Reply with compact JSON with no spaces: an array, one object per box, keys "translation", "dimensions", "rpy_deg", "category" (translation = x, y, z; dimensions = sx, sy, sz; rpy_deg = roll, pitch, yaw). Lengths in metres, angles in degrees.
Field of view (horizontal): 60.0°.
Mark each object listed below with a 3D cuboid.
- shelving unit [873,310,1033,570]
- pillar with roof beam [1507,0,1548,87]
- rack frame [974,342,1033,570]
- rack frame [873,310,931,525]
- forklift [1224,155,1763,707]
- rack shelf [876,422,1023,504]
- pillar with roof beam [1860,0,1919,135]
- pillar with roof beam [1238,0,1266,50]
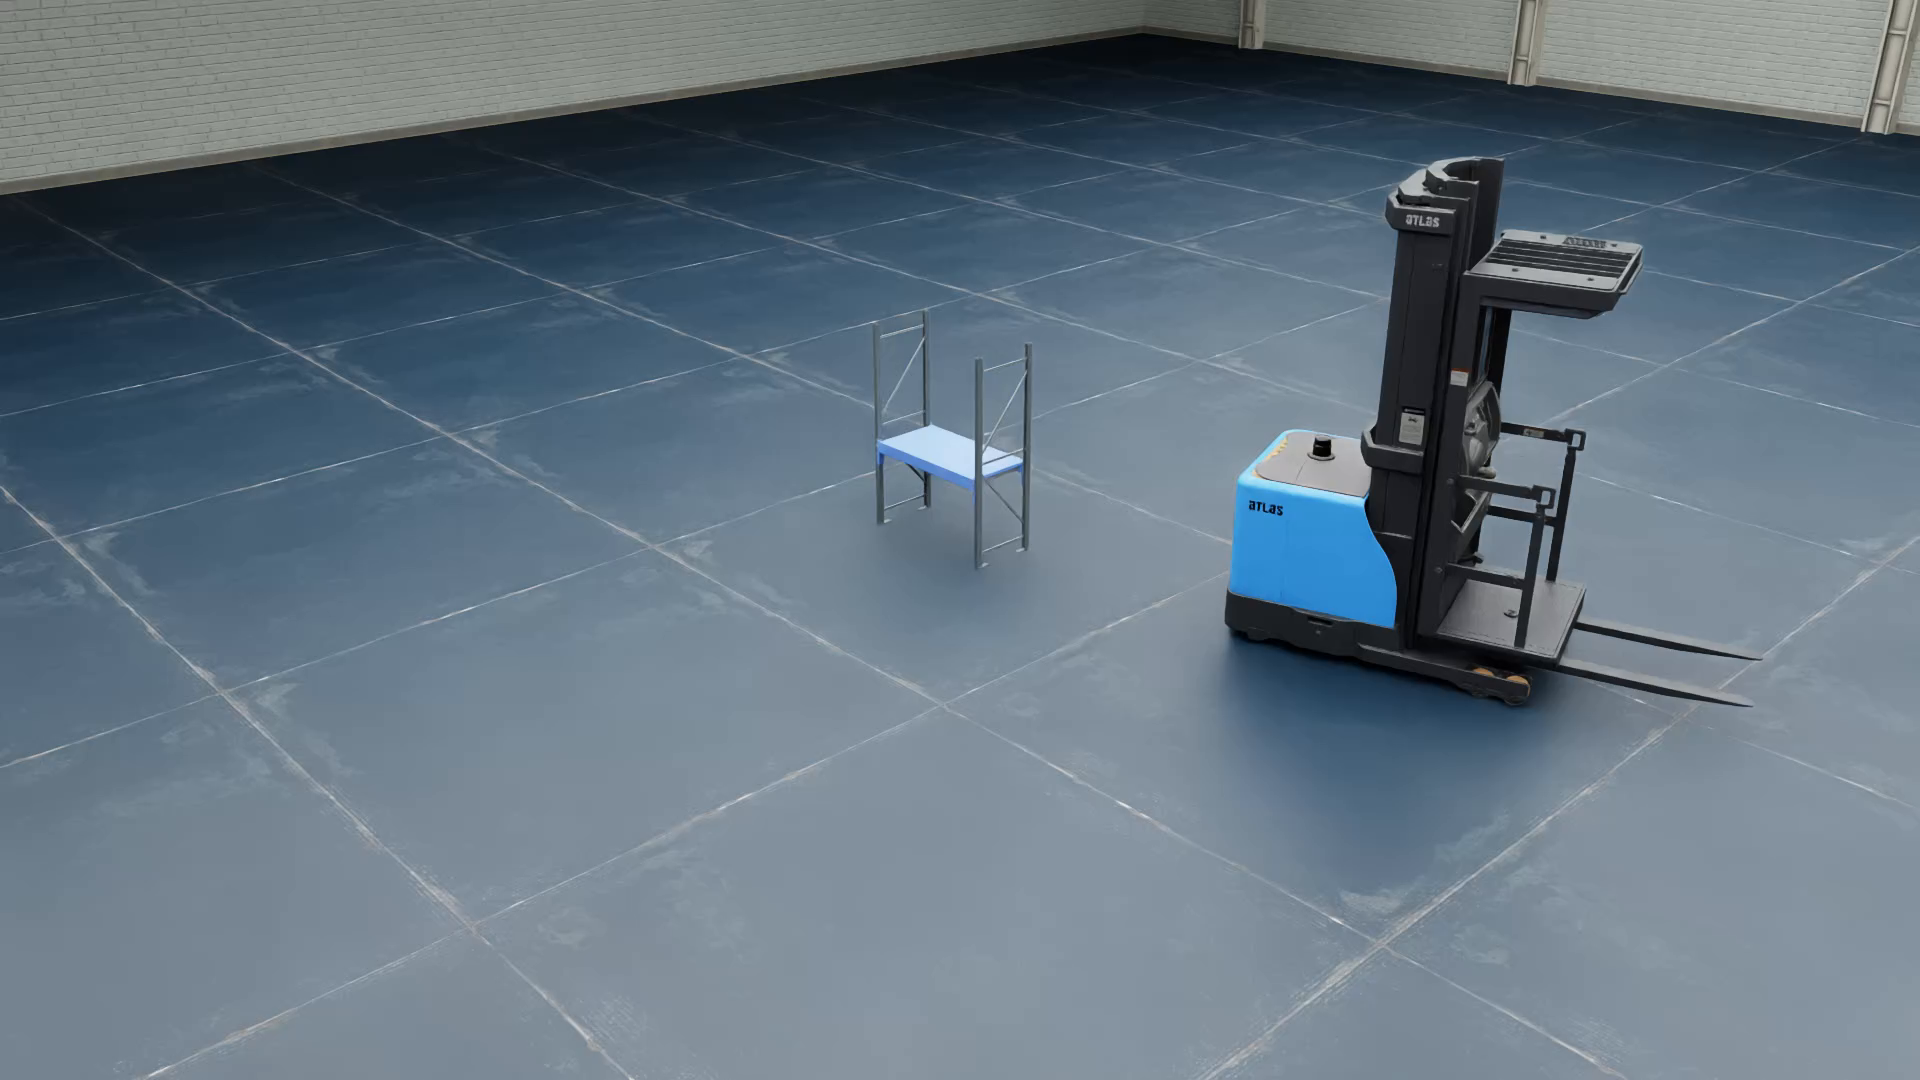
[{"translation":[-0.058,-0.708,11.495],"dimensions":[0.538,1.500,1.048],"rpy_deg":[-21,32,-38],"category":"shelving unit"},{"translation":[6.794,-10.935,24.877],"dimensions":[9.100,9.000,0.400],"rpy_deg":[-21,32,-38],"category":"pillar with roof beam"},{"translation":[0.289,-0.554,11.158],"dimensions":[0.500,1.500,0.032],"rpy_deg":[-21,32,-38],"category":"rack frame"},{"translation":[-0.406,-0.862,11.833],"dimensions":[0.500,1.500,0.032],"rpy_deg":[-21,32,-38],"category":"rack frame"},{"translation":[3.207,-0.627,9.594],"dimensions":[3.031,2.935,1.130],"rpy_deg":[12,27,25],"category":"forklift"},{"translation":[-0.058,-0.545,11.570],"dimensions":[0.538,0.185,1.000],"rpy_deg":[-21,32,-38],"category":"rack shelf"},{"translation":[10.895,-9.117,20.893],"dimensions":[9.100,9.000,0.400],"rpy_deg":[-21,32,-38],"category":"pillar with roof beam"},{"translation":[2.693,-12.753,28.862],"dimensions":[9.100,9.000,0.400],"rpy_deg":[-21,32,-38],"category":"pillar with roof beam"}]
